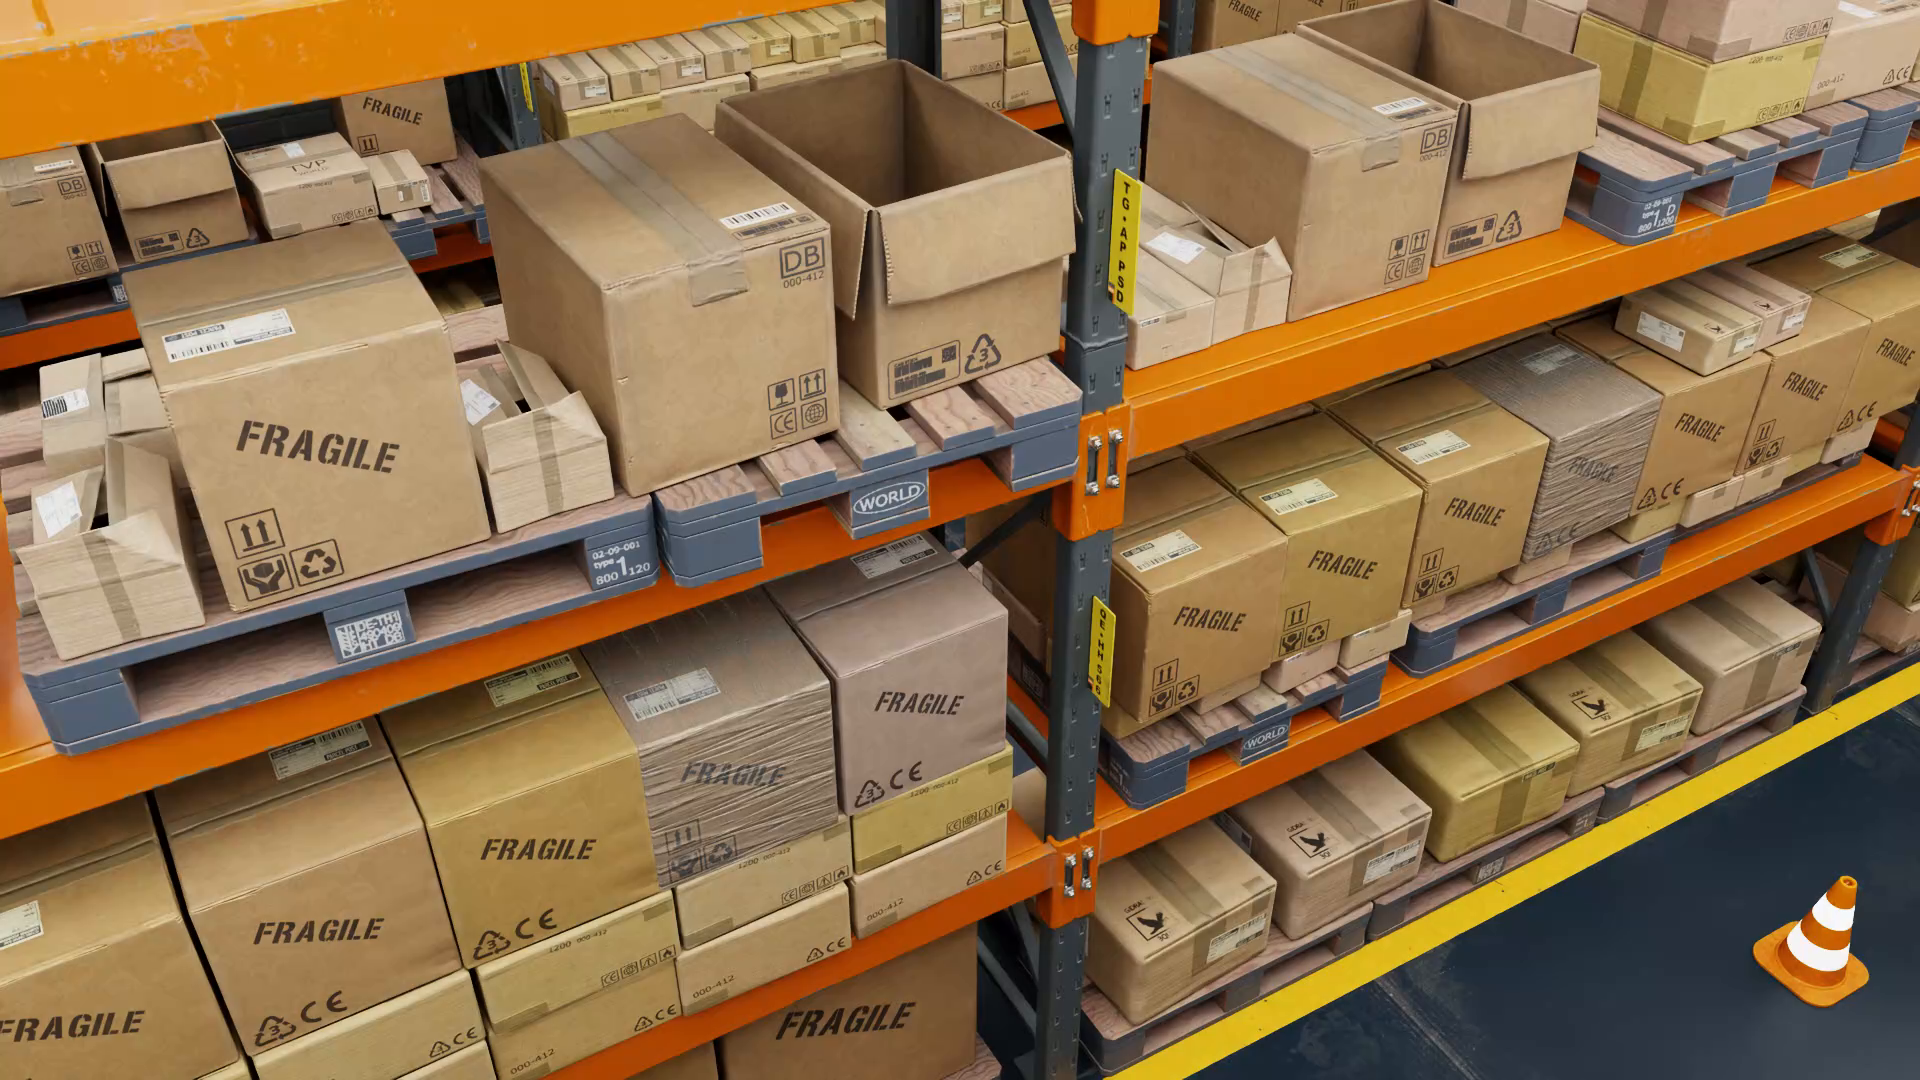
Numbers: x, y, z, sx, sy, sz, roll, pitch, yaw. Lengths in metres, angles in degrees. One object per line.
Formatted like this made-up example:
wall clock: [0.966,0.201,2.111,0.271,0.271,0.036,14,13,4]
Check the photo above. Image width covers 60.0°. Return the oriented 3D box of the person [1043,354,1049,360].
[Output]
person: [0.223,-0.451,7.506,0.389,1.790,0.659,-28,45,-32]
